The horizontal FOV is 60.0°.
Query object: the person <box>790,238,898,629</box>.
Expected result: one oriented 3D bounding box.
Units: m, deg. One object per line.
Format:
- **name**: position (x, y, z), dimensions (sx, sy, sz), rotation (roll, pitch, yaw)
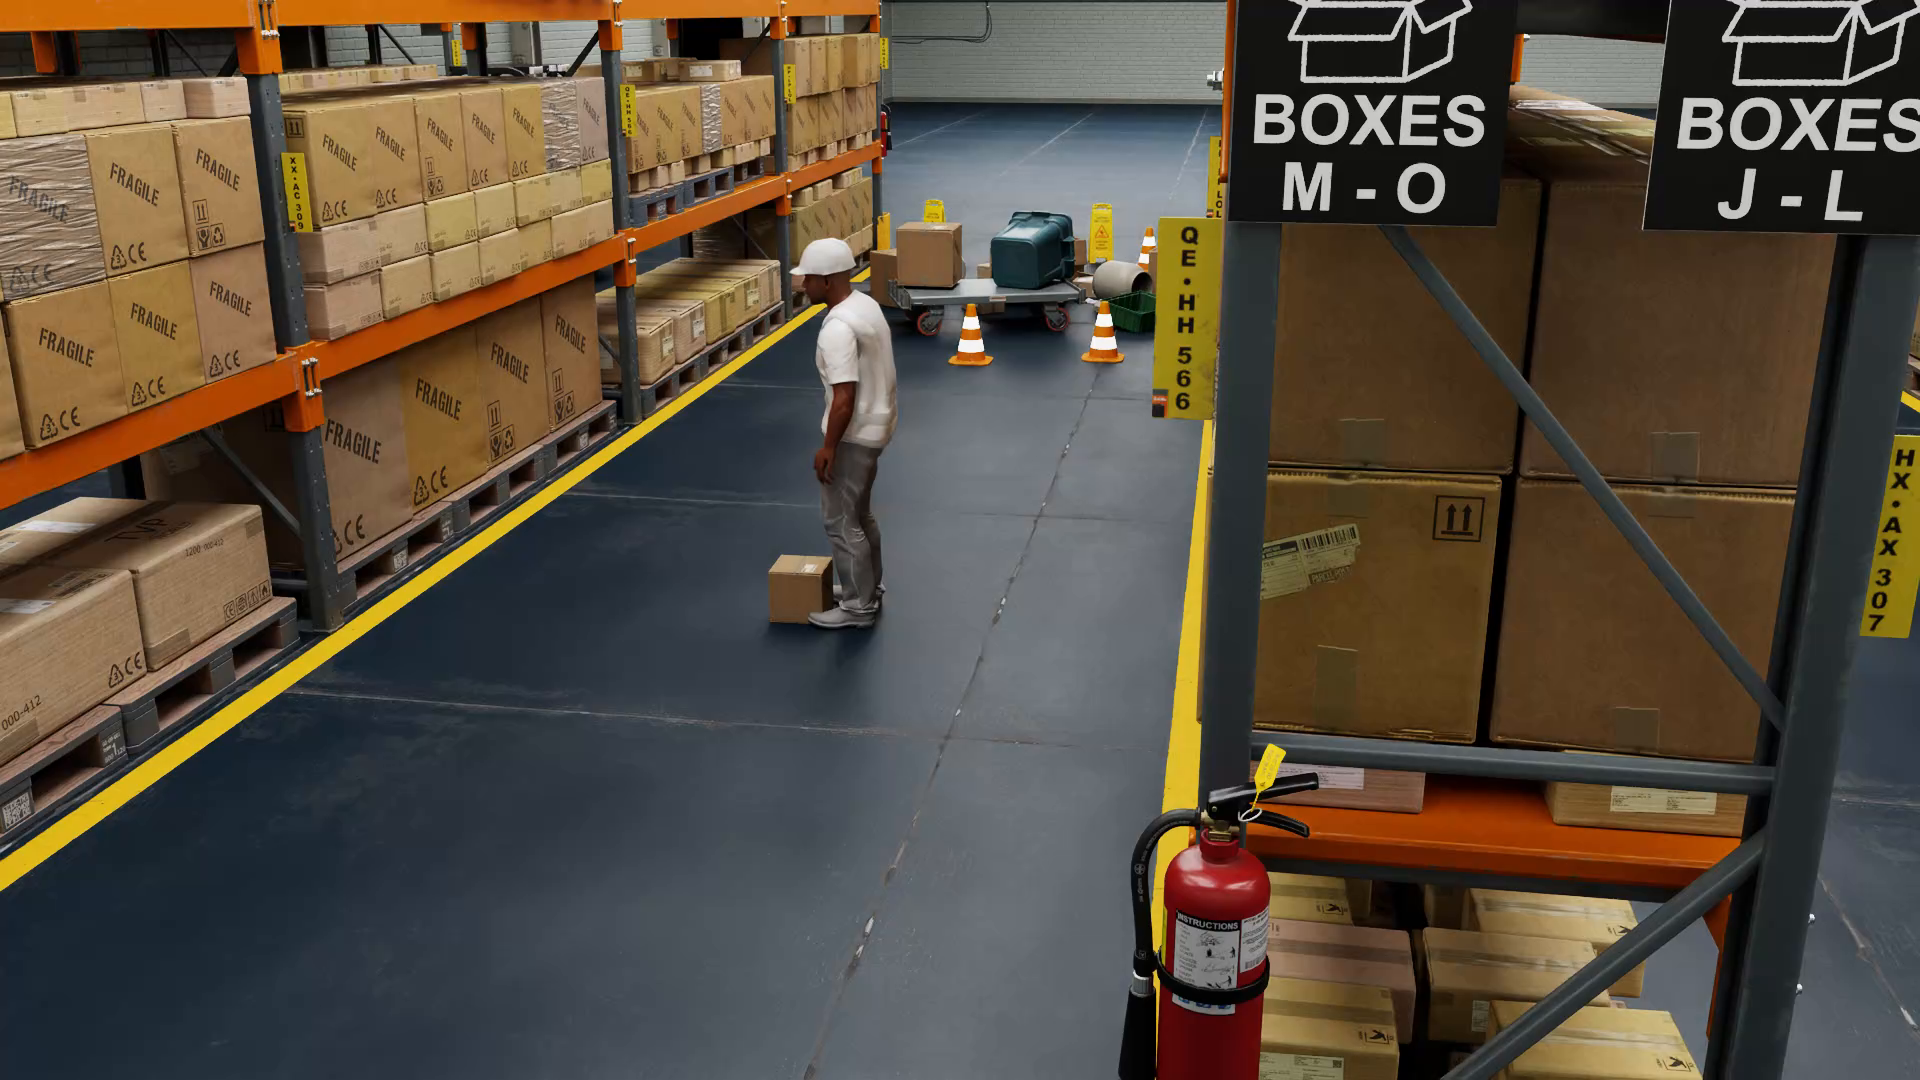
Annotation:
- **person**: position (-0.514, -0.479, 7.521), dimensions (0.457, 1.758, 0.626), rotation (3, 18, 9)
